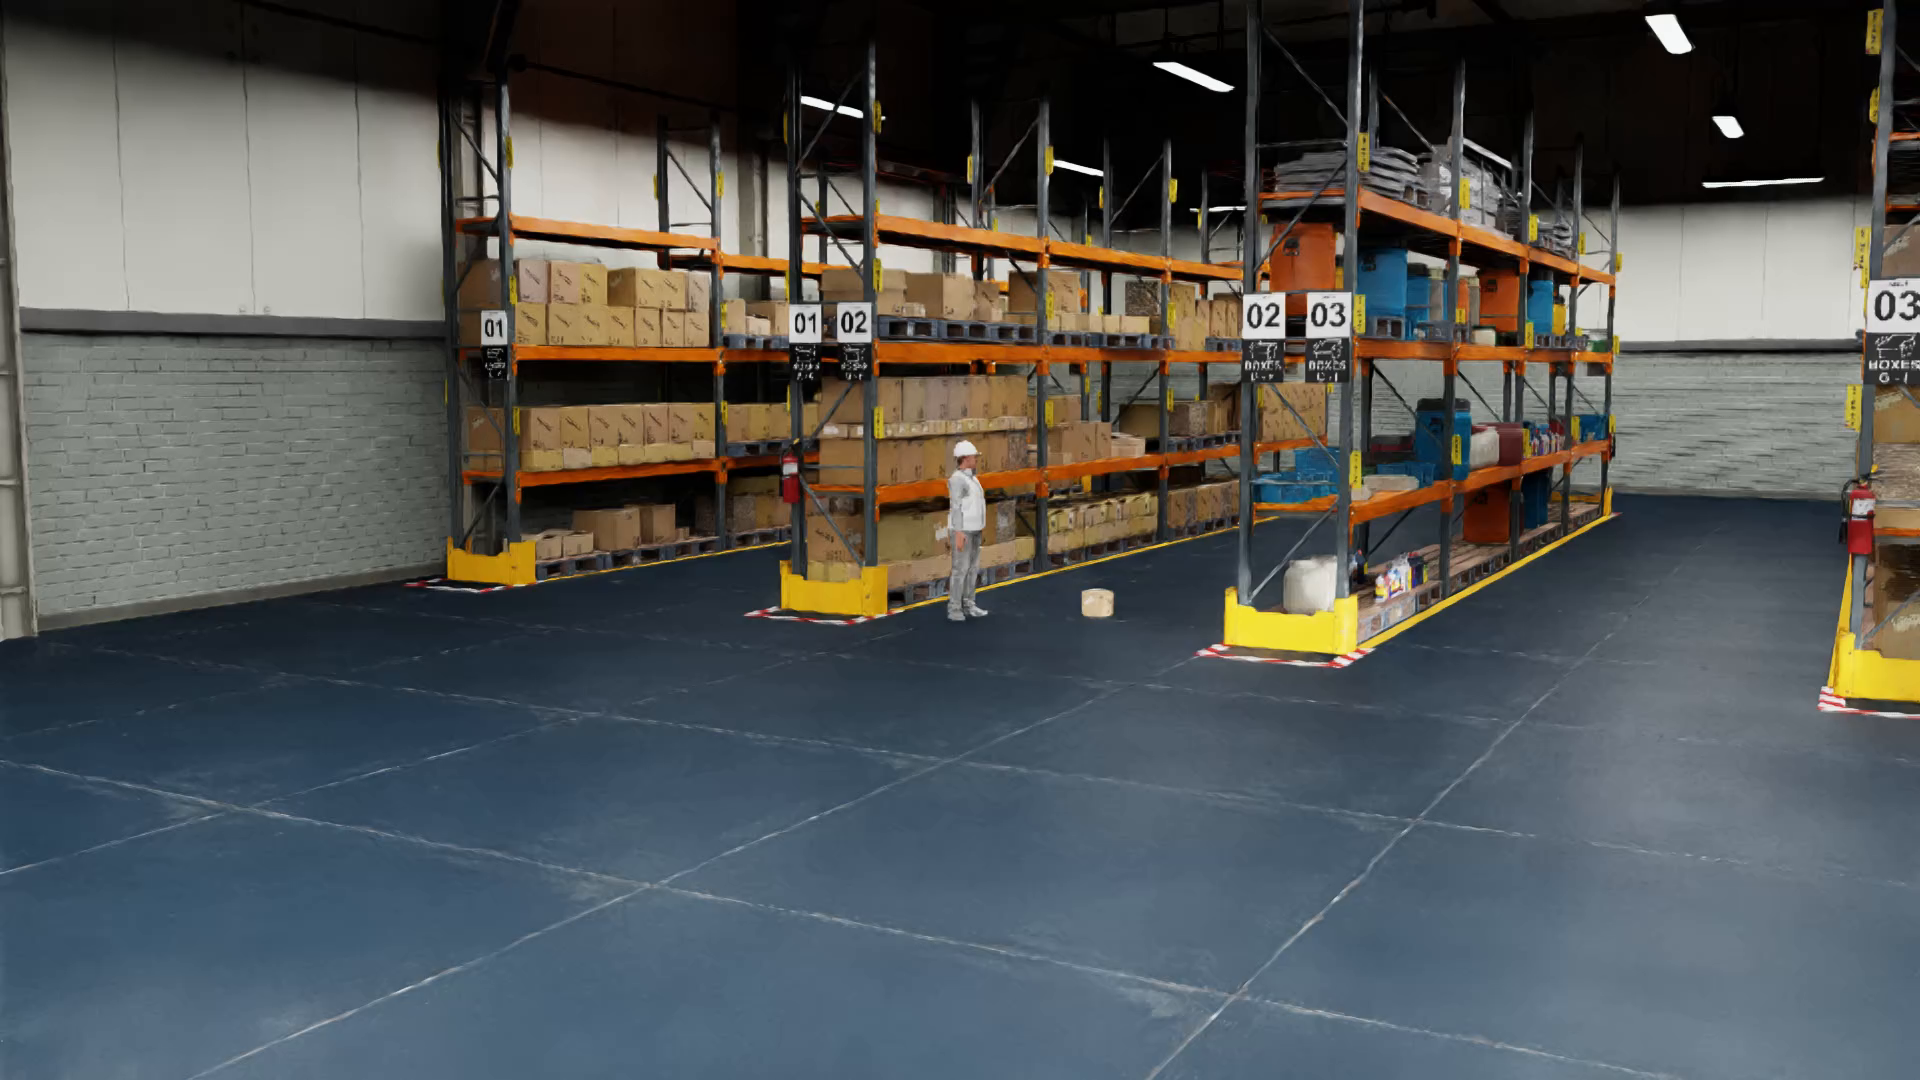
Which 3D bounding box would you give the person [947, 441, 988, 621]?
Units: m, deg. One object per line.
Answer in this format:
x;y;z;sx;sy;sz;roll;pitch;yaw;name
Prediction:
0.070;-0.102;16.735;0.383;1.784;0.591;2;6;20;person
